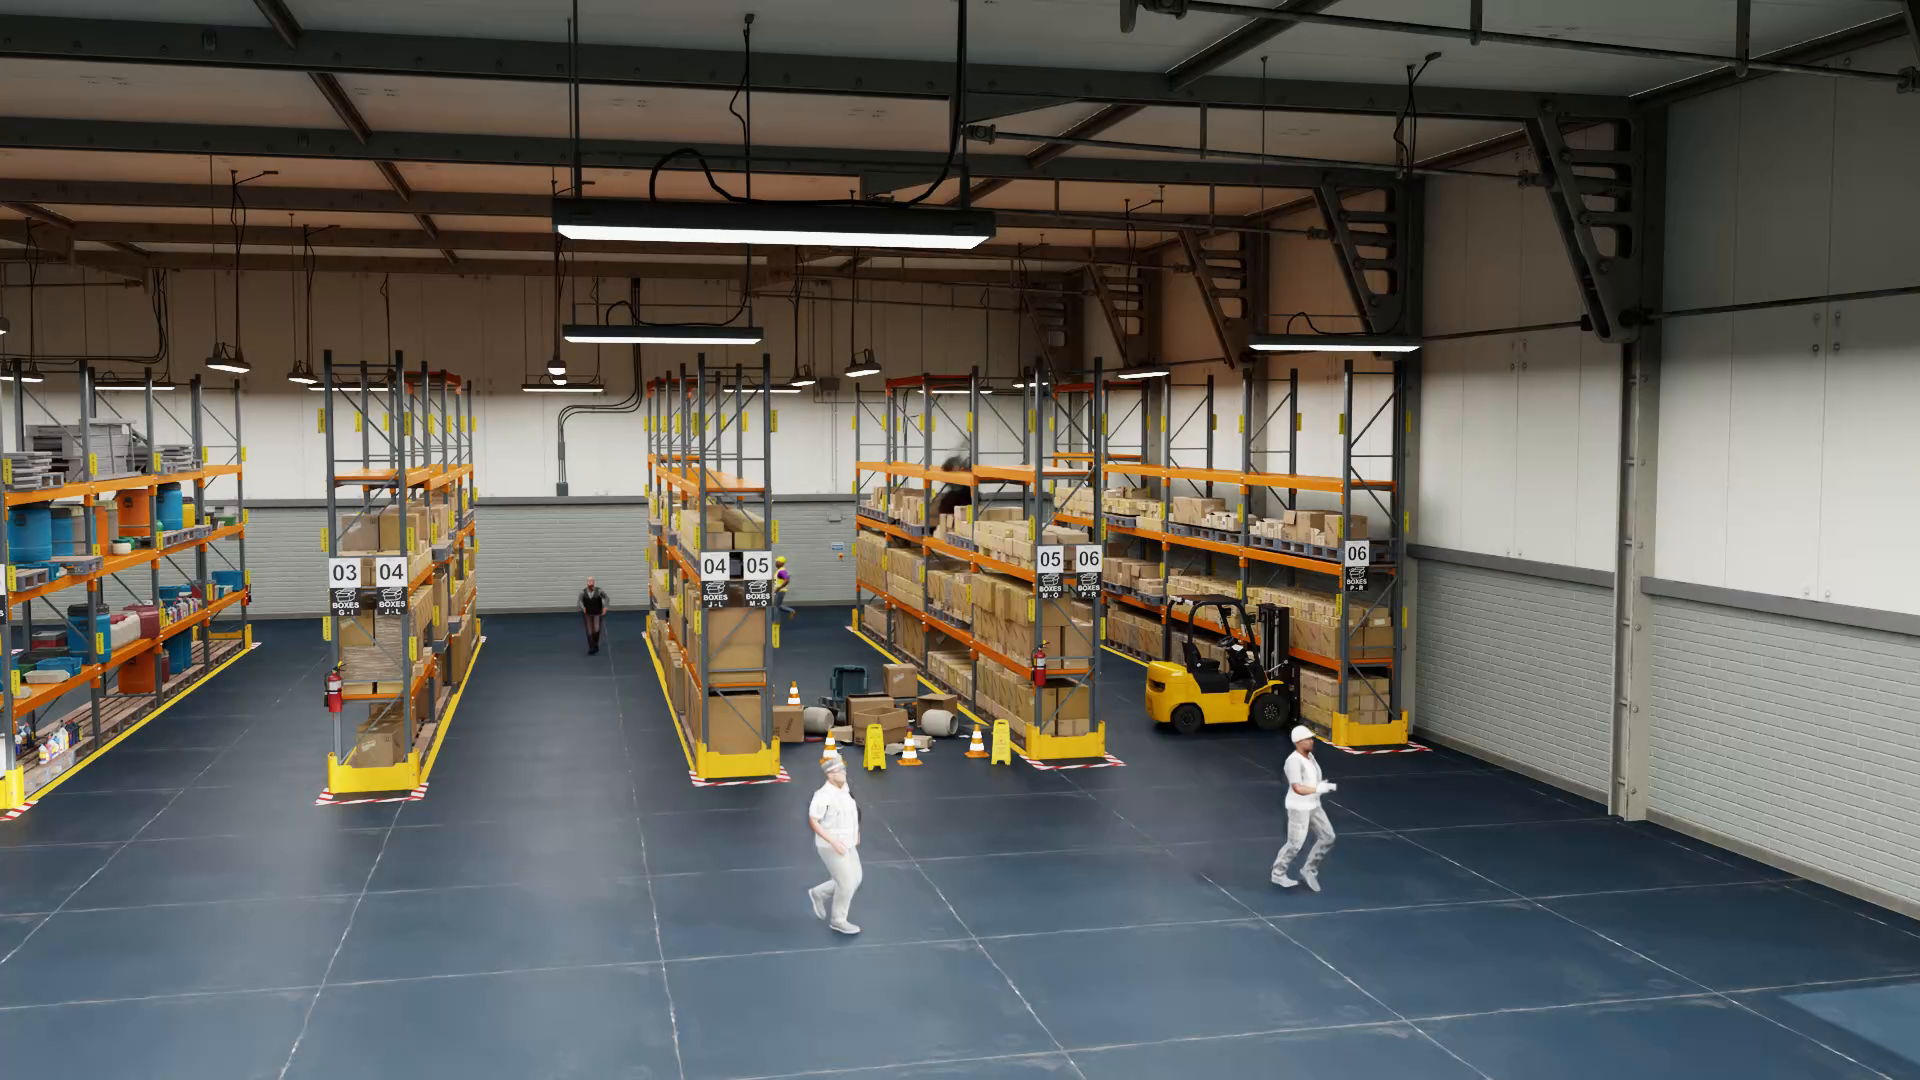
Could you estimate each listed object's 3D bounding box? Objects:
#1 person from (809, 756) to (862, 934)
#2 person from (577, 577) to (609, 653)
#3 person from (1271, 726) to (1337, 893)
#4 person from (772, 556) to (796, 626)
[{"bbox_3d":[-1.251,2.989,16.444,0.585,1.749,0.669,2,4,21],"label":"person"},{"bbox_3d":[-7.995,1.638,36.186,0.671,1.674,0.607,0,4,-6],"label":"person"},{"bbox_3d":[3.692,2.880,17.743,0.724,1.806,0.655,3,5,36],"label":"person"},{"bbox_3d":[-4.414,1.266,41.318,0.698,1.728,0.704,-1,4,-8],"label":"person"}]
